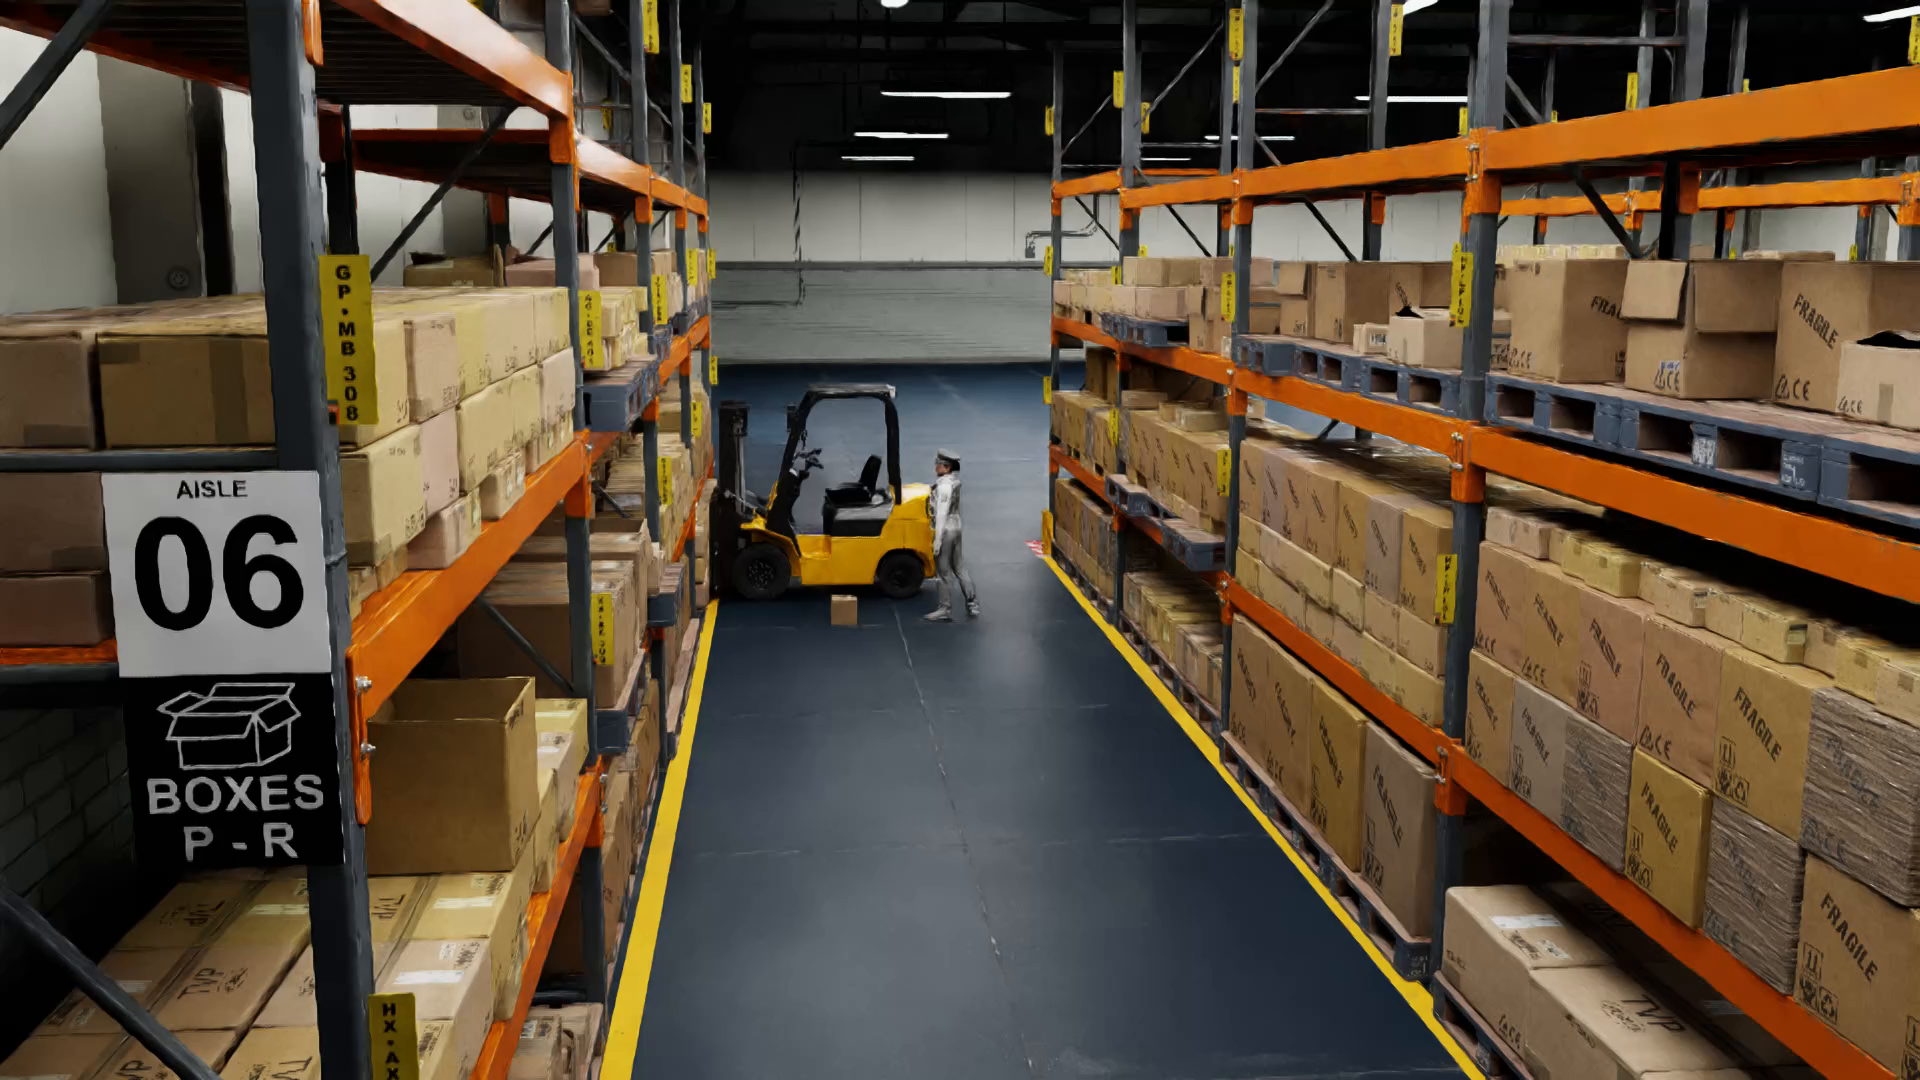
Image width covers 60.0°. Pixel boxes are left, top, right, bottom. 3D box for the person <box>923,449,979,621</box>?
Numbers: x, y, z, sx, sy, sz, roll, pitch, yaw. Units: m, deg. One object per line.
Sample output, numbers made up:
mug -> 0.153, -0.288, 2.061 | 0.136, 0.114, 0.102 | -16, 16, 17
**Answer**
person -> -0.087, -0.054, 16.174 | 0.514, 1.677, 0.638 | 3, 11, 16
